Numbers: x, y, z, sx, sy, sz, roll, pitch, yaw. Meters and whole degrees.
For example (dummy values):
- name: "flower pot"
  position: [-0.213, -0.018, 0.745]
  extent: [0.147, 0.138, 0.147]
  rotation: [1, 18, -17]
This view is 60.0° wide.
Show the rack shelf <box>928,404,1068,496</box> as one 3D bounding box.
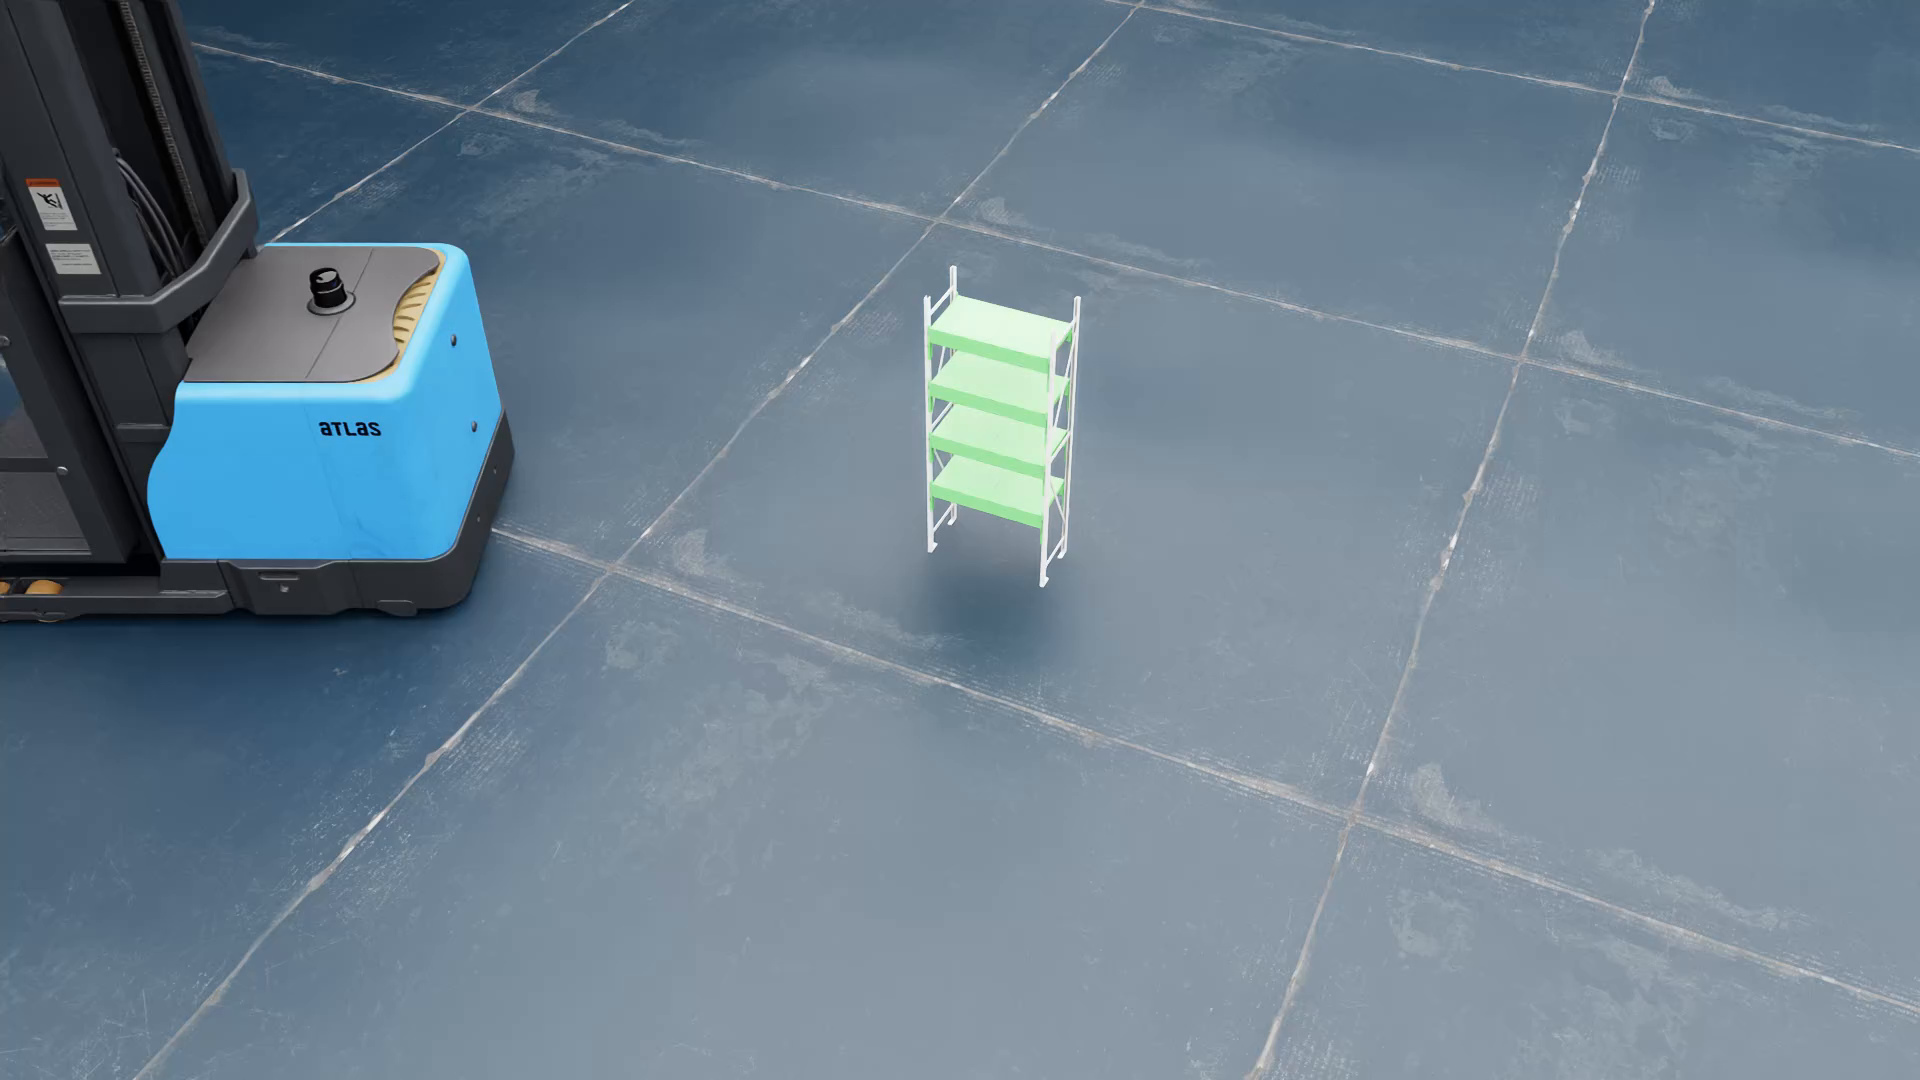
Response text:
- name: "rack shelf"
  position: [0.150, -0.359, 6.346]
  extent: [0.480, 0.148, 0.258]
  rotation: [17, 44, 19]

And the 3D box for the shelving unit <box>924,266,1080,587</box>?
- name: "shelving unit"
  position: [0.150, -0.408, 6.304]
  extent: [0.503, 1.200, 0.258]
  rotation: [17, 44, 19]

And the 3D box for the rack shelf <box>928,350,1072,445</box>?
- name: "rack shelf"
  position: [0.150, -0.541, 6.189]
  extent: [0.480, 0.148, 0.258]
  rotation: [17, 44, 19]

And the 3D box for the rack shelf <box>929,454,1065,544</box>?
- name: "rack shelf"
  position: [0.150, -0.178, 6.503]
  extent: [0.480, 0.148, 0.258]
  rotation: [17, 44, 19]

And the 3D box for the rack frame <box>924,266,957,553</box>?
- name: "rack frame"
  position: [-0.071, -0.475, 6.382]
  extent: [0.015, 1.200, 0.240]
  rotation: [17, 44, 19]

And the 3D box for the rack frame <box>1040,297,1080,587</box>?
- name: "rack frame"
  position: [0.371, -0.340, 6.226]
  extent: [0.015, 1.200, 0.240]
  rotation: [17, 44, 19]

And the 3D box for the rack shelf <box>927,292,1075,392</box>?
- name: "rack shelf"
  position: [0.150, -0.722, 6.032]
  extent: [0.480, 0.148, 0.258]
  rotation: [17, 44, 19]

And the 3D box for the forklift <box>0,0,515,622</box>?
- name: "forklift"
  position: [-3.405, -1.139, 5.826]
  extent: [3.031, 2.935, 1.130]
  rotation: [0, 41, 0]
